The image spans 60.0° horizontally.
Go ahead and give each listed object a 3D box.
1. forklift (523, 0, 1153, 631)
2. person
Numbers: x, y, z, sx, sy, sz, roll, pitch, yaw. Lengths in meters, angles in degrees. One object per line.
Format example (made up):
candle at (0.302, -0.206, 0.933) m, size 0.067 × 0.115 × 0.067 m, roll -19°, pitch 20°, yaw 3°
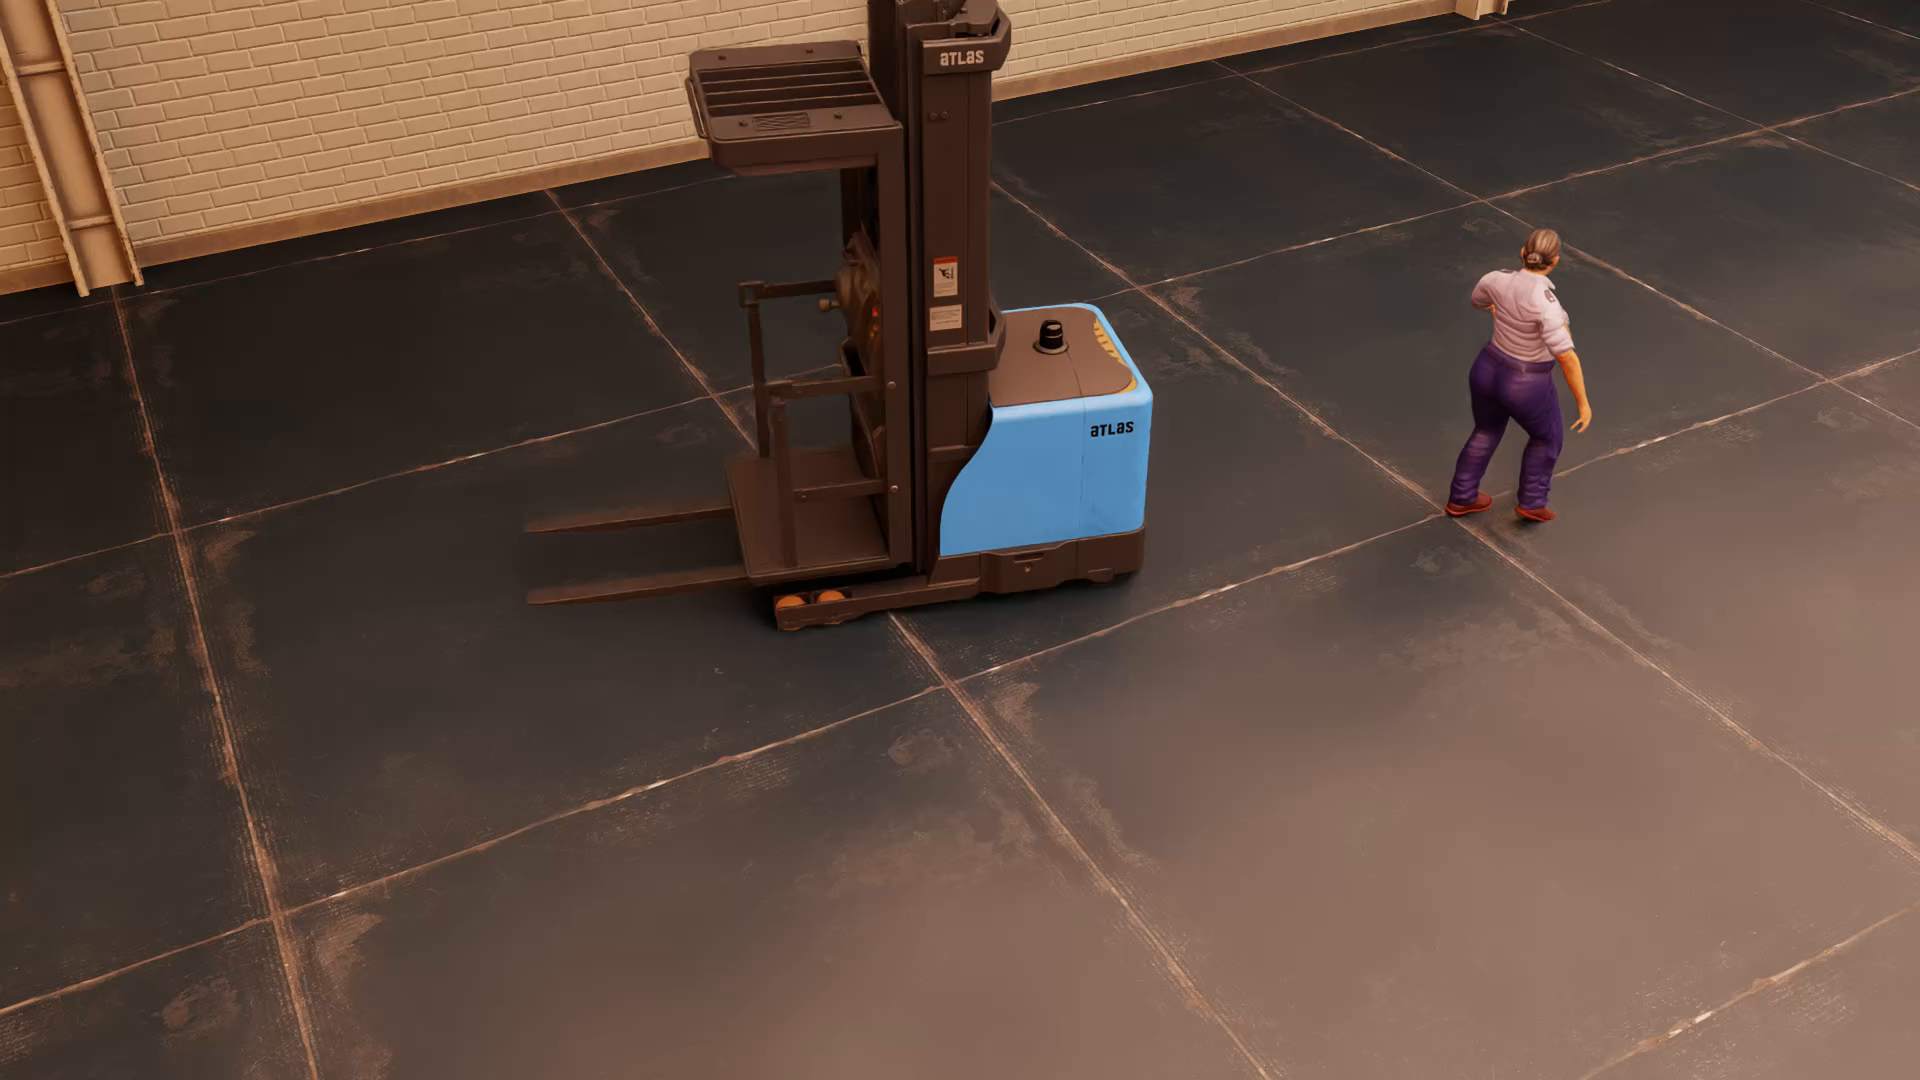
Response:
forklift at (-0.649, -1.094, 7.670) m, size 3.031 × 2.935 × 1.130 m, roll -7°, pitch 36°, yaw -10°
person at (2.875, -0.799, 8.441) m, size 0.554 × 1.680 × 0.907 m, roll -18°, pitch 39°, yaw -24°
